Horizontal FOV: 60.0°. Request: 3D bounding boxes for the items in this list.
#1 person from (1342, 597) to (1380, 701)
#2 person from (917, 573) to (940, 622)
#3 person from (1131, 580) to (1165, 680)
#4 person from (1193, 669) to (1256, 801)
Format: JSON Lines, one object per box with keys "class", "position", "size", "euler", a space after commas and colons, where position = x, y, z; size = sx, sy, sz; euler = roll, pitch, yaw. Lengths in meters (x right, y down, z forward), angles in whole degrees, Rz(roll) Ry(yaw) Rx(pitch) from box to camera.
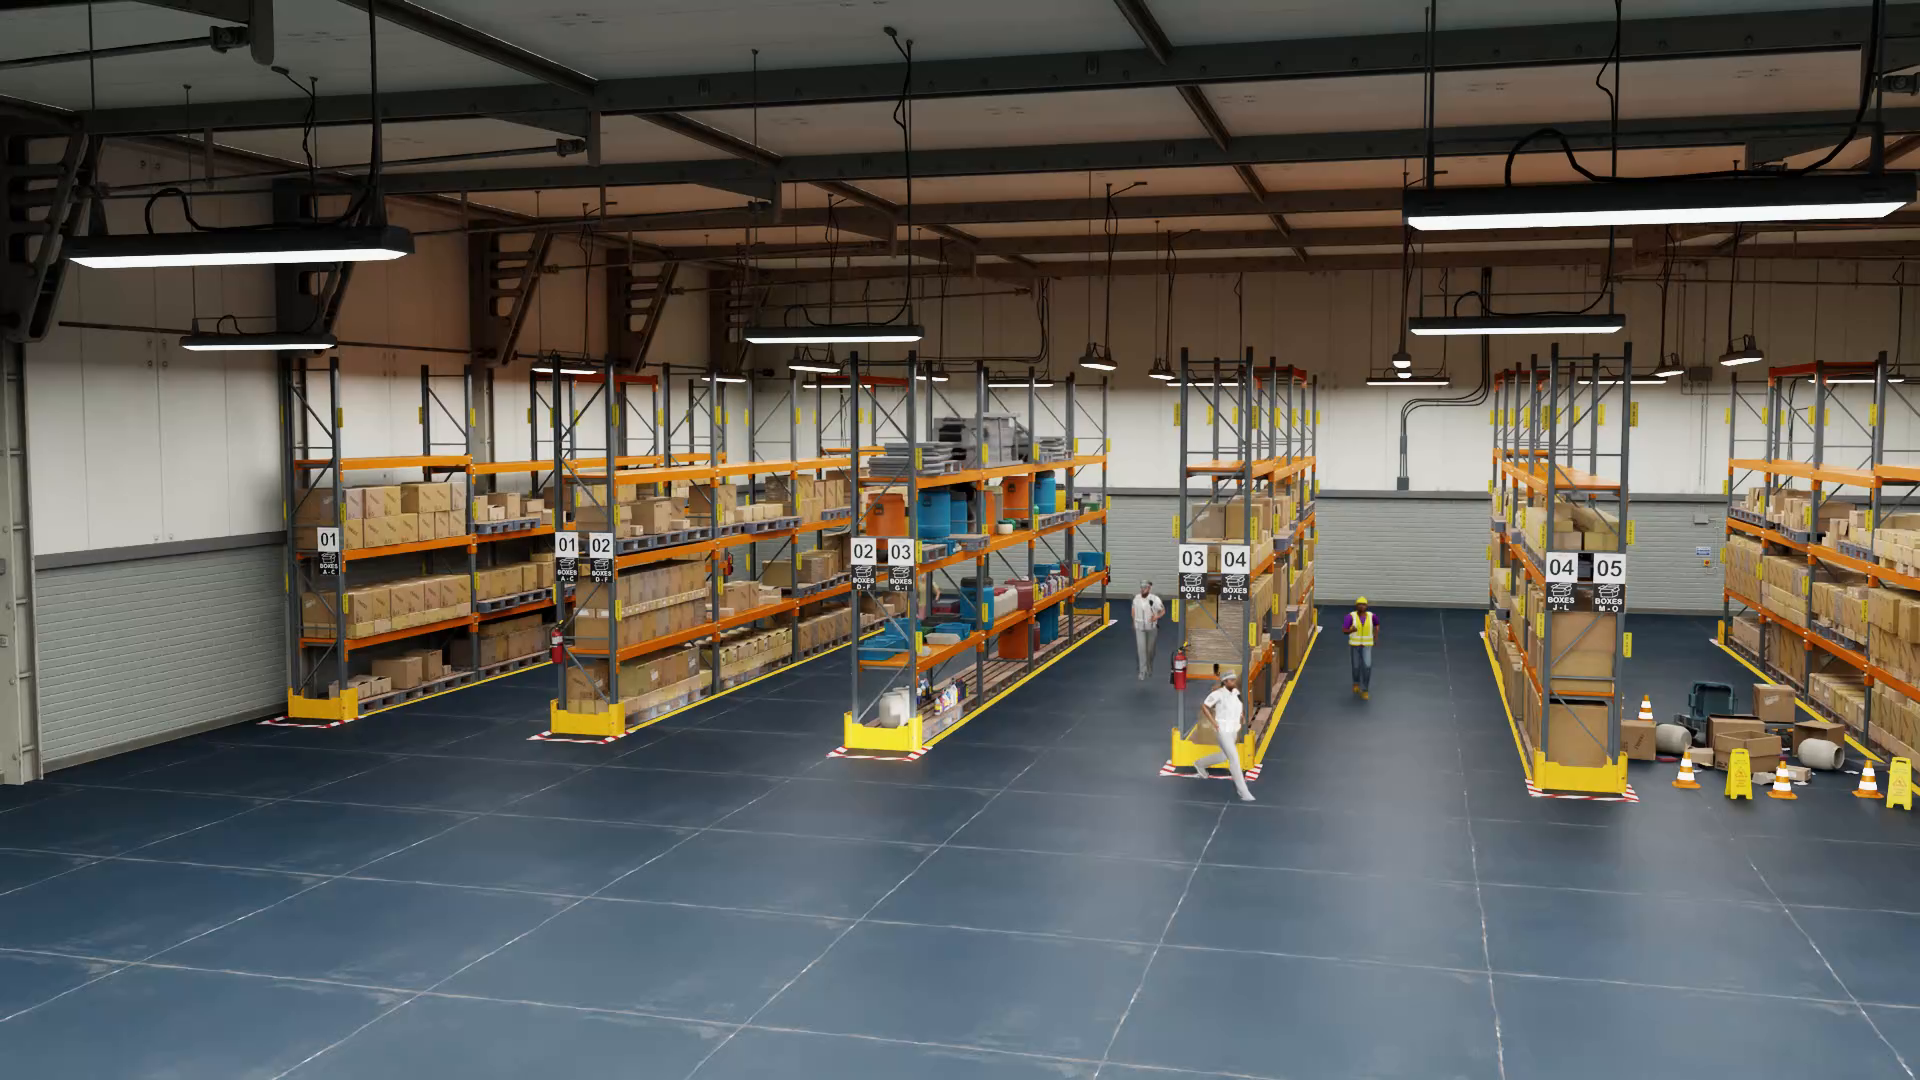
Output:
{"class": "person", "position": [7.176, 1.916, 29.767], "size": [0.682, 1.808, 0.808], "euler": [1, 4, 10]}
{"class": "person", "position": [-0.761, 1.473, 37.135], "size": [0.620, 1.629, 0.567], "euler": [1, 4, 12]}
{"class": "person", "position": [3.408, 1.620, 30.310], "size": [0.654, 1.813, 0.774], "euler": [1, 4, 17]}
{"class": "person", "position": [3.523, 2.554, 22.110], "size": [1.079, 1.724, 0.545], "euler": [4, 6, 44]}
